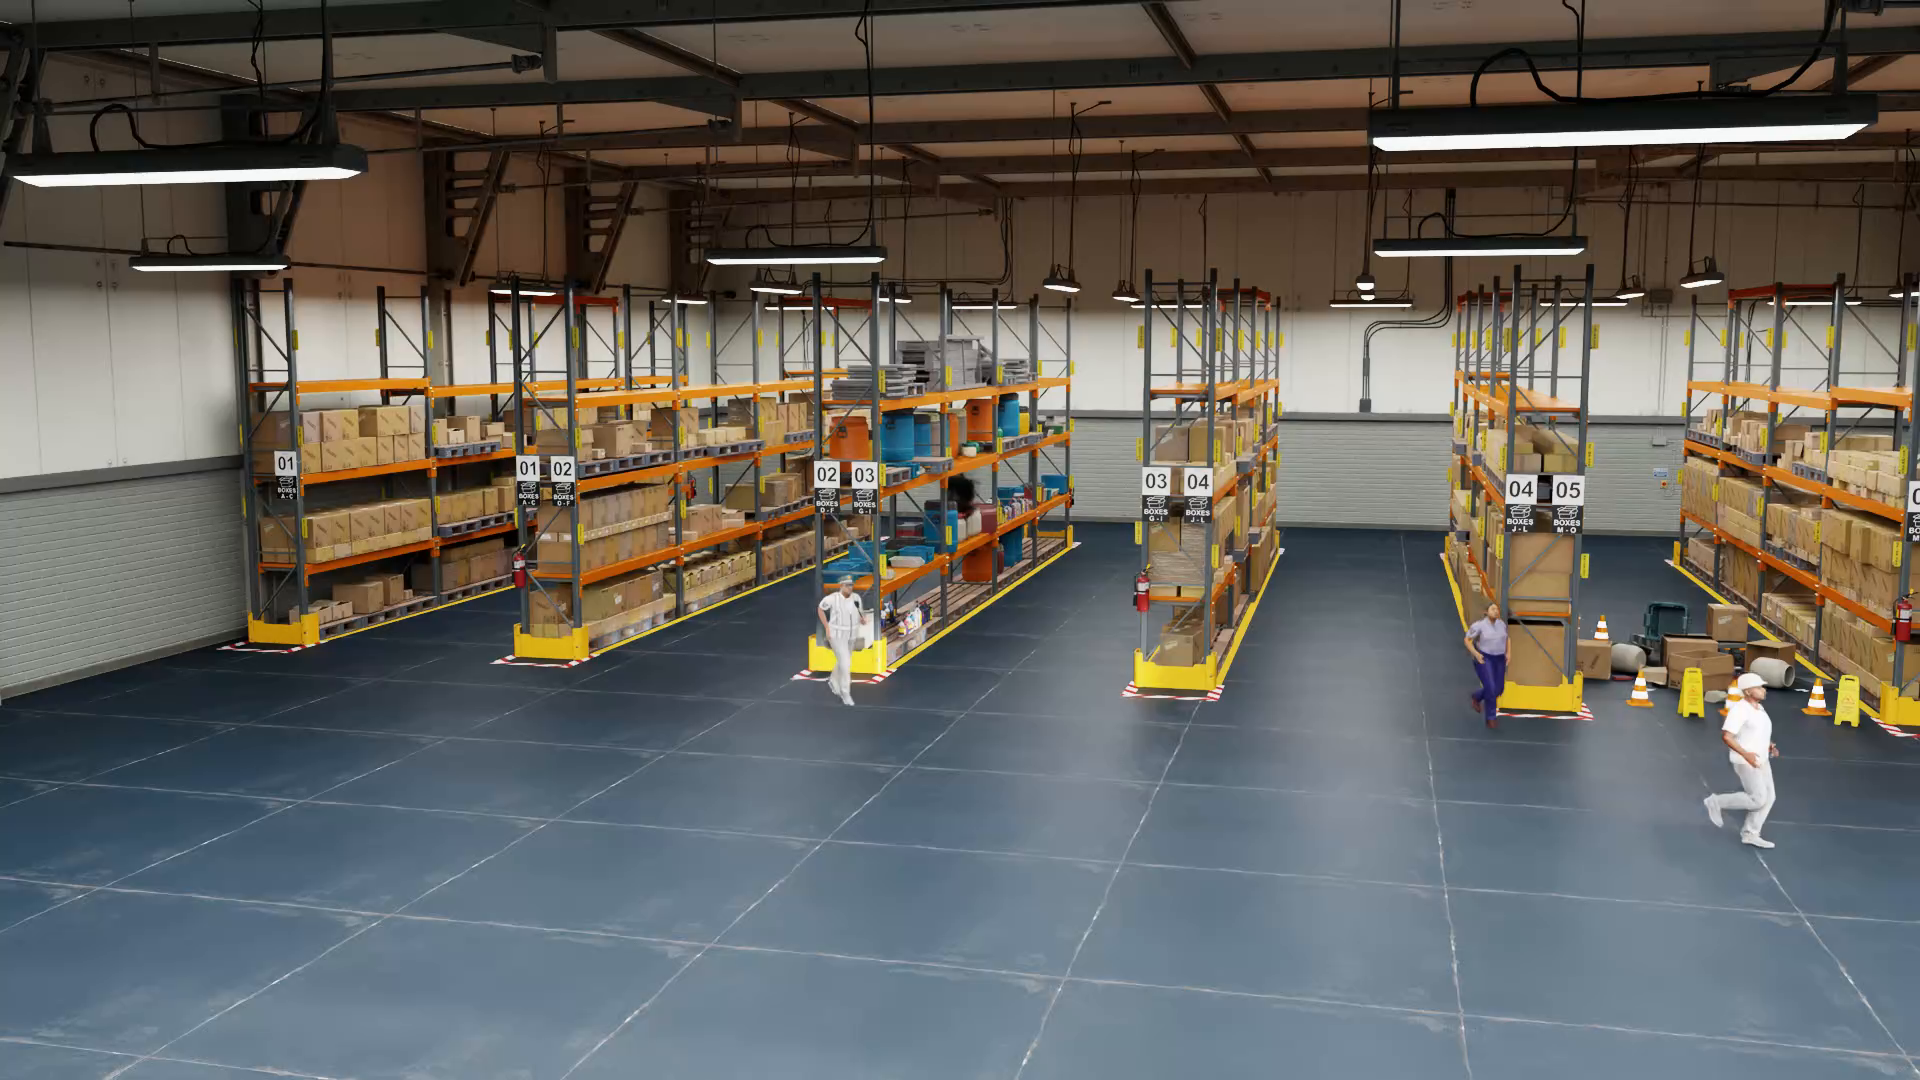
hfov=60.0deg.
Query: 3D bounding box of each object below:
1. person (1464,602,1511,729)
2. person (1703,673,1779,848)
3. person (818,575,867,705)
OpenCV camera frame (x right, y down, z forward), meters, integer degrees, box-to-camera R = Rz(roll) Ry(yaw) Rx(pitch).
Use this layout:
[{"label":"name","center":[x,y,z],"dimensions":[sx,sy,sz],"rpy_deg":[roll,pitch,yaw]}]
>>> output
[{"label":"person","center":[6.923,1.616,21.812],"dimensions":[0.651,1.641,0.714],"rpy_deg":[-2,7,-20]},{"label":"person","center":[7.820,2.174,16.572],"dimensions":[0.701,1.724,0.661],"rpy_deg":[-7,10,-44]},{"label":"person","center":[-1.617,1.375,23.161],"dimensions":[0.584,1.826,0.879],"rpy_deg":[-6,9,-40]}]
